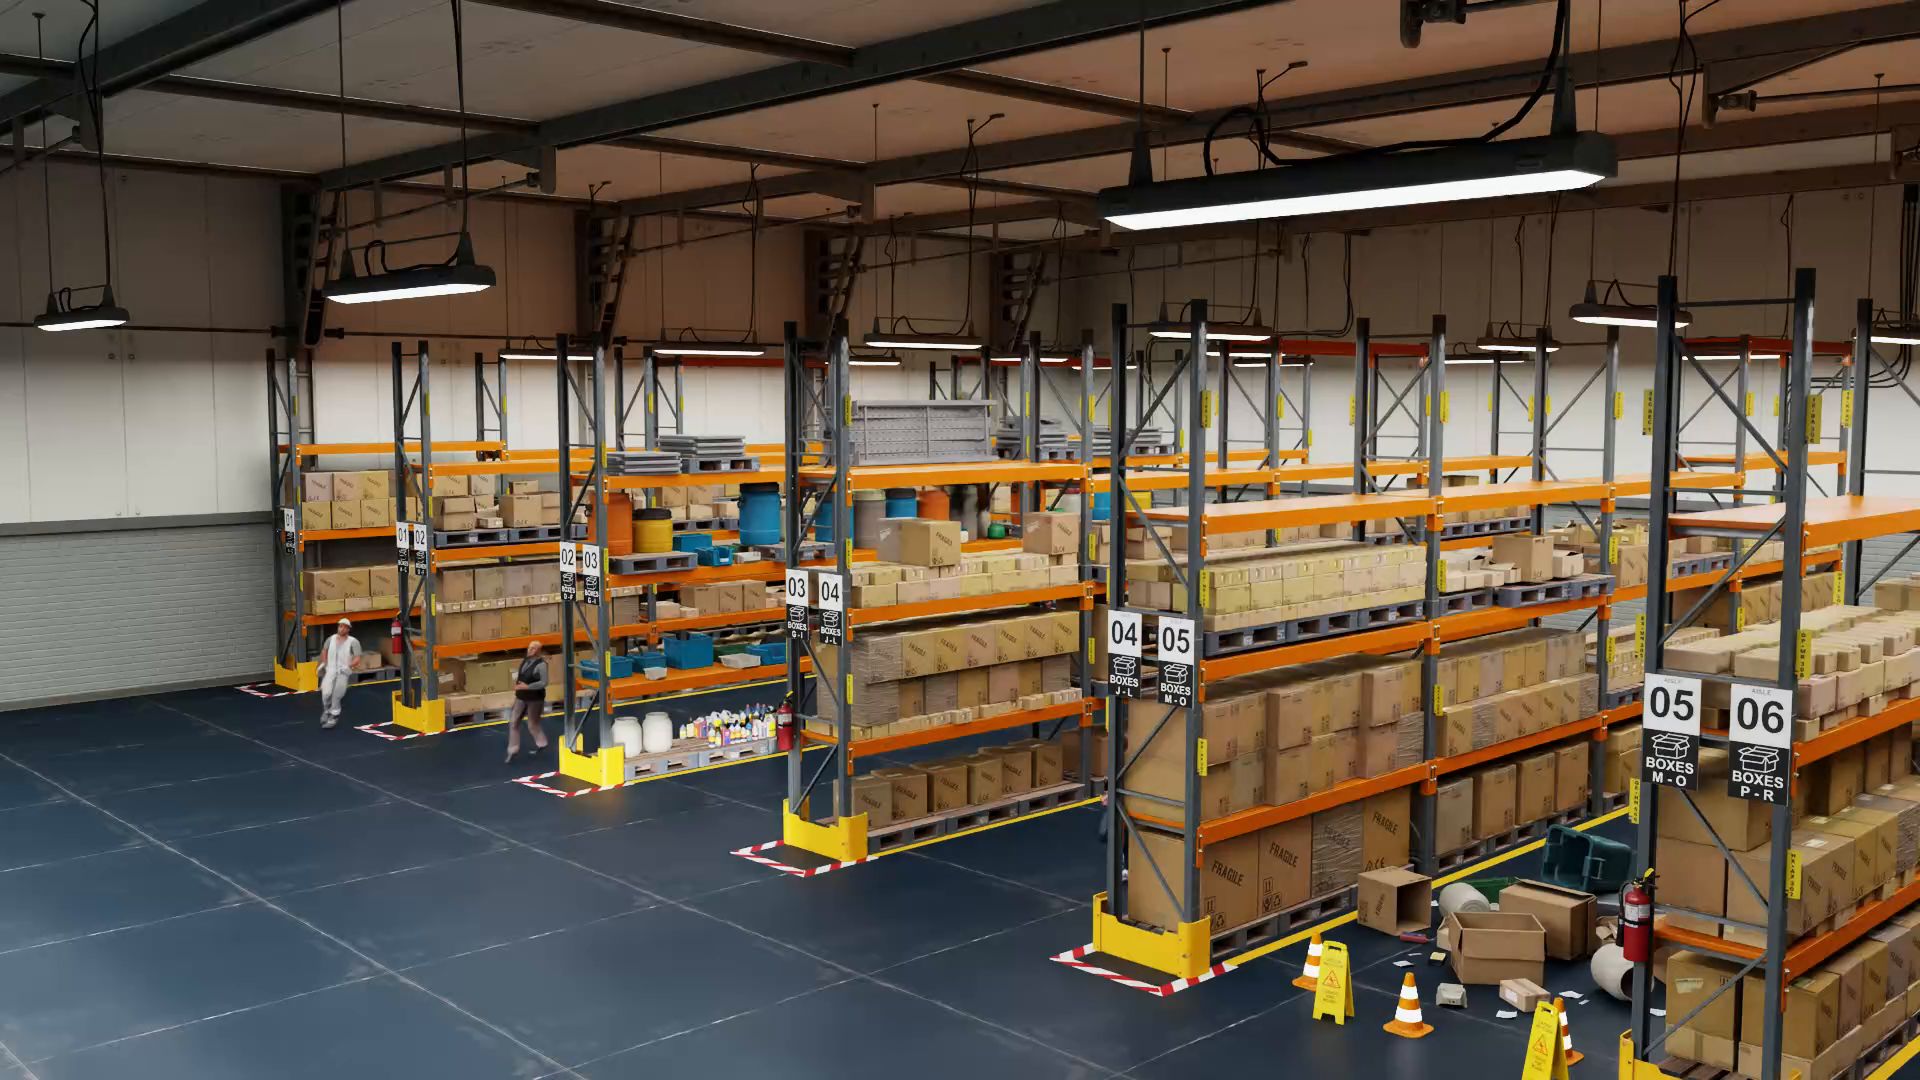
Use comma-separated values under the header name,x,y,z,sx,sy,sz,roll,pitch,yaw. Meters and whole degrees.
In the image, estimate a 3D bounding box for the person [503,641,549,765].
name,x,y,z,sx,sy,sz,roll,pitch,yaw
person,-6.029,2.288,23.524,0.631,1.751,0.768,3,6,27

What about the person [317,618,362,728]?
name,x,y,z,sx,sy,sz,roll,pitch,yaw
person,-9.635,2.074,25.753,0.708,1.714,0.597,0,5,-4

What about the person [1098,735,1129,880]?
name,x,y,z,sx,sy,sz,roll,pitch,yaw
person,1.680,2.856,17.676,0.525,1.562,0.556,4,7,41
